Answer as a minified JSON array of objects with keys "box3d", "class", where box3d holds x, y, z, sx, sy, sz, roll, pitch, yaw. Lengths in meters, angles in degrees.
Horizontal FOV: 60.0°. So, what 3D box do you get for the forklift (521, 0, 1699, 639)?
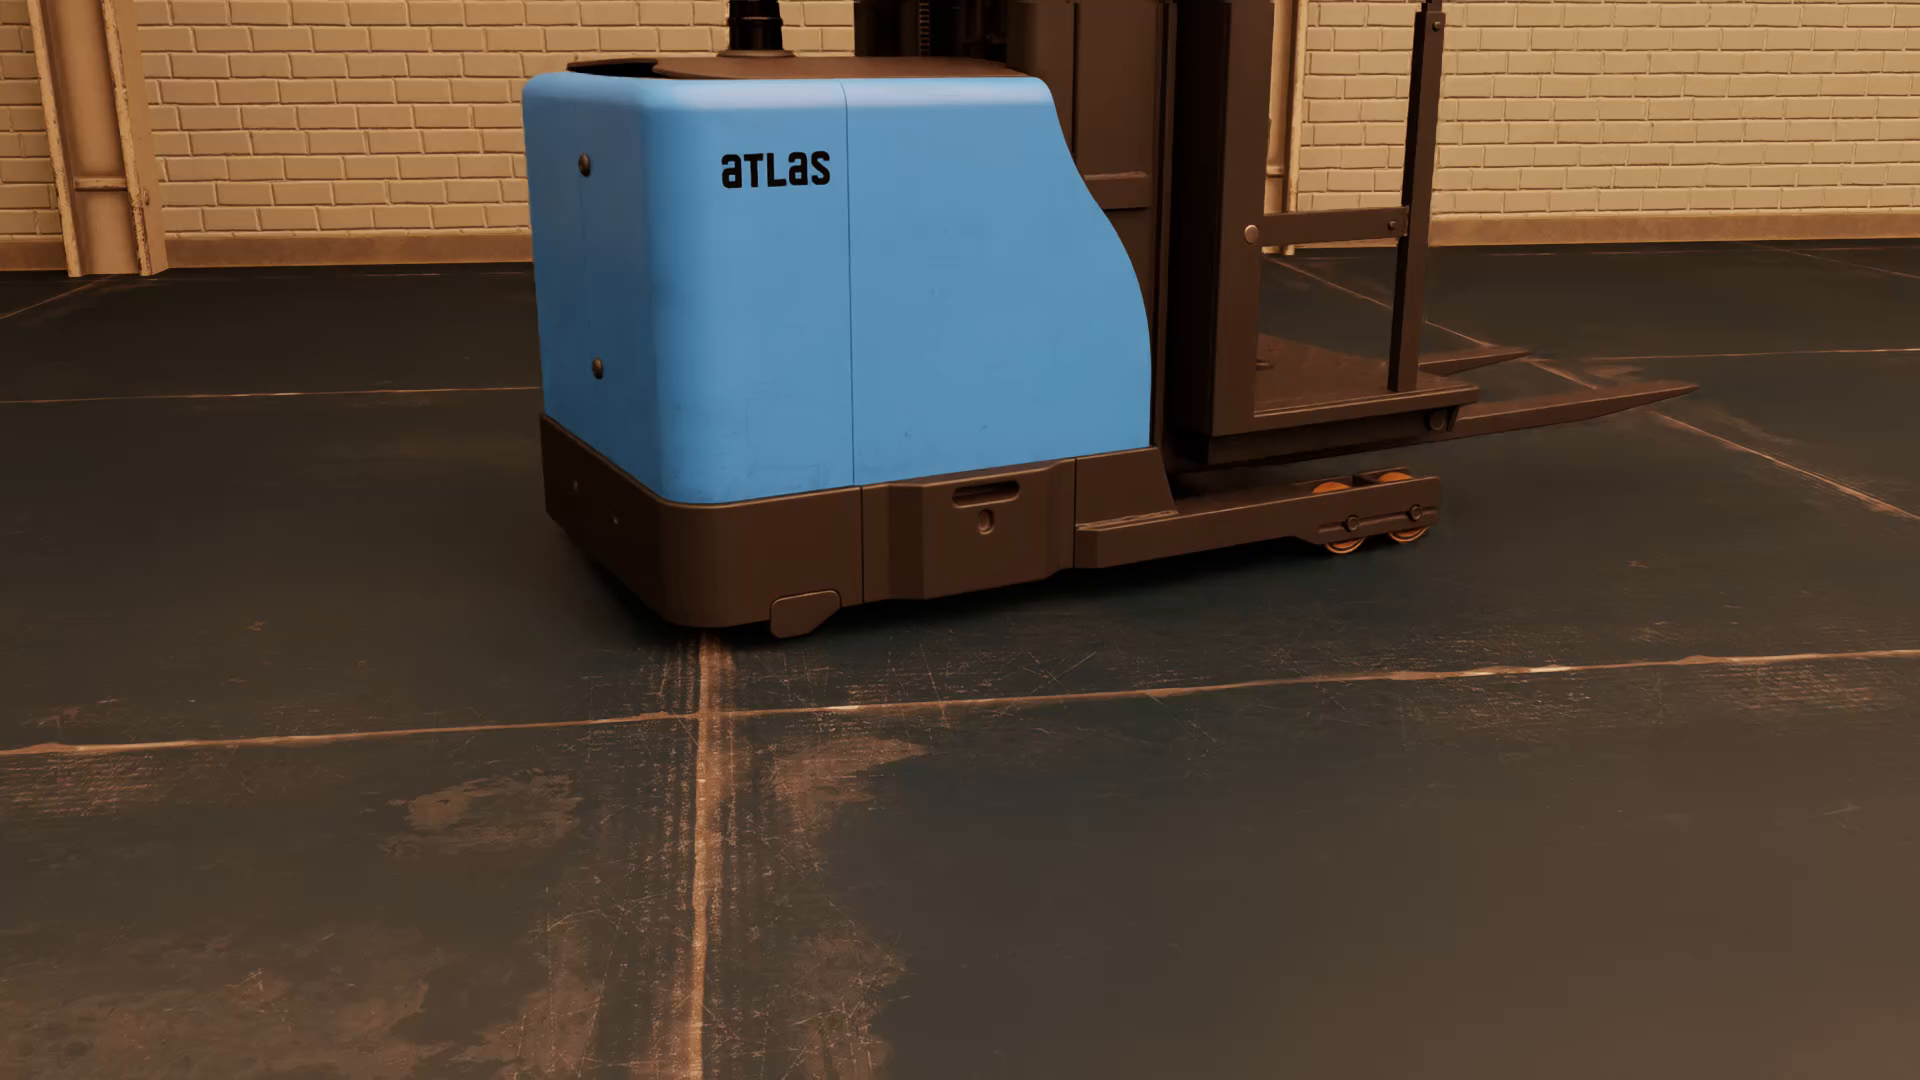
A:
[{"box3d":[0.561,-1.495,3.847,3.031,2.935,1.130,-9,19,-27],"class":"forklift"}]
